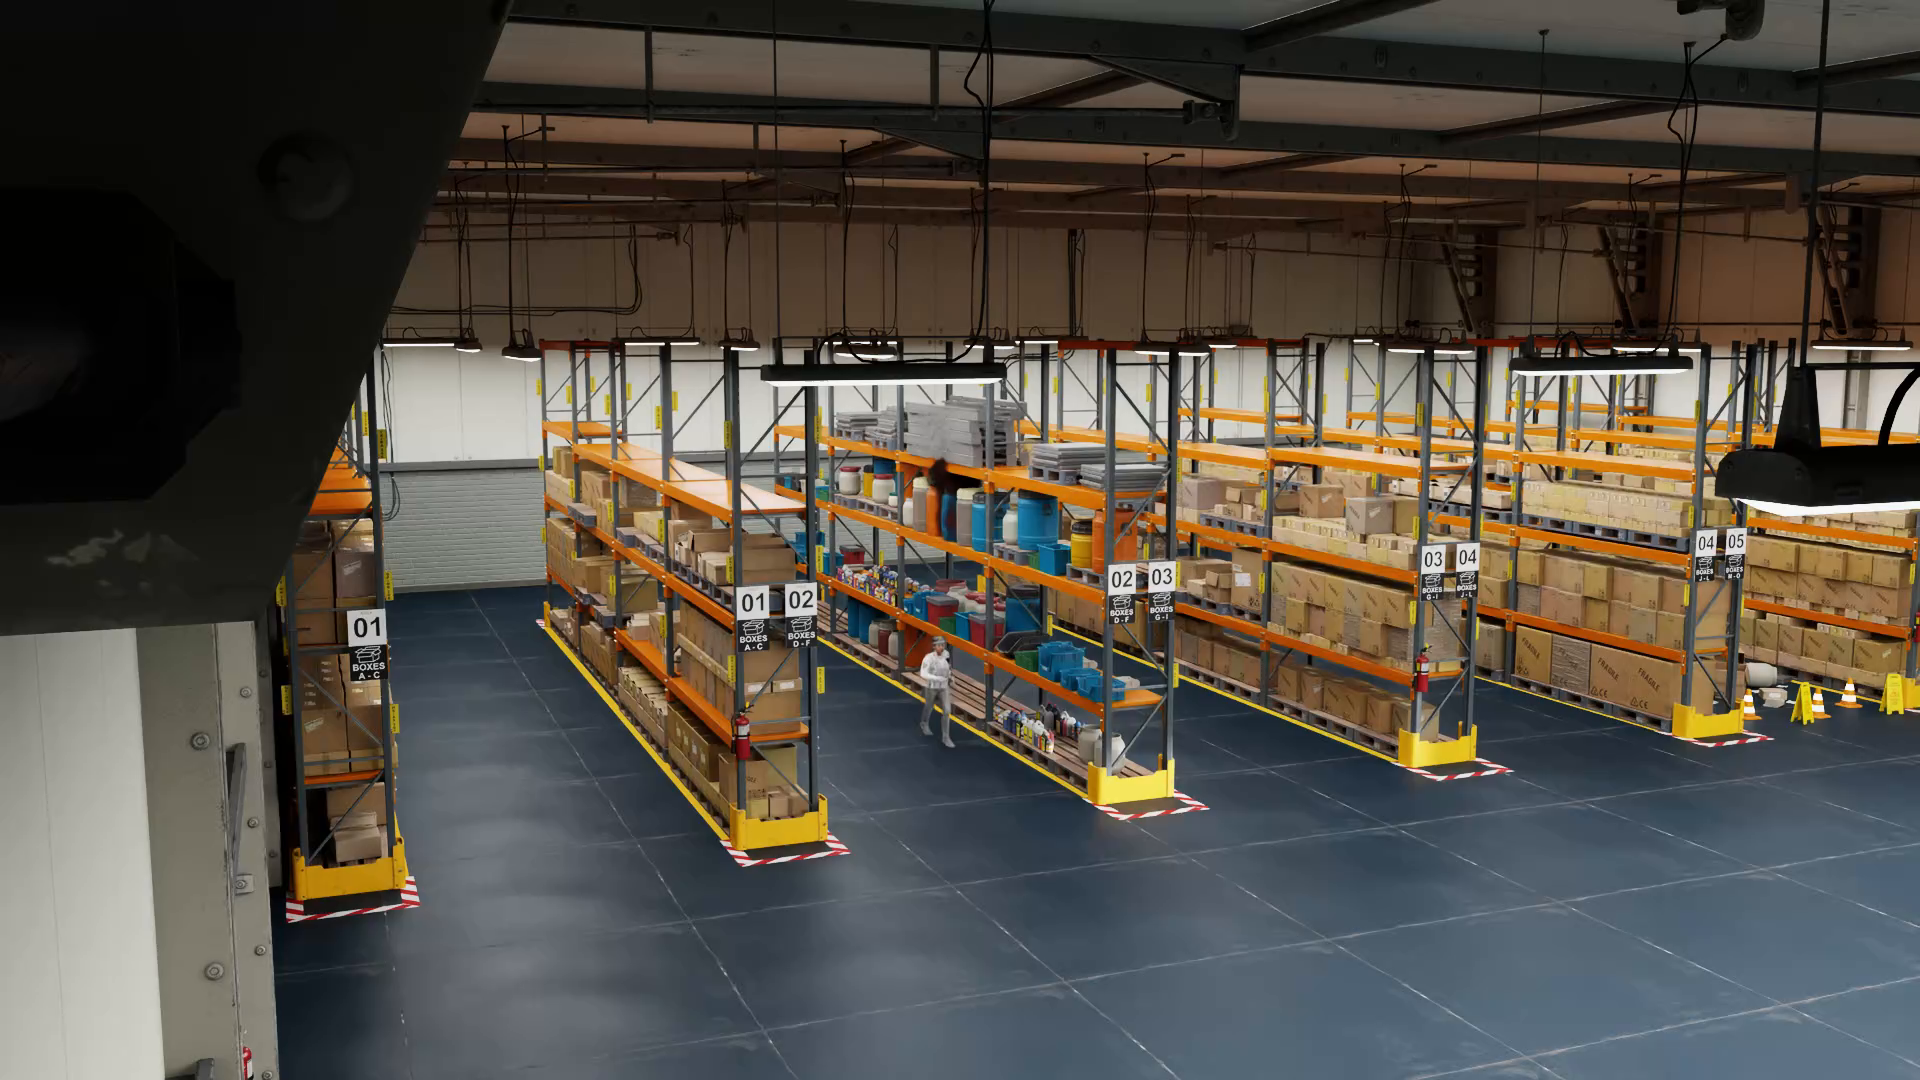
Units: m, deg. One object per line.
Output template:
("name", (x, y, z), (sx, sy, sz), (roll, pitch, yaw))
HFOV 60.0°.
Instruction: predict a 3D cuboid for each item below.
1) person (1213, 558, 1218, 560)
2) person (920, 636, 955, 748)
("person", (5.089, 1.208, 32.906), (0.637, 1.699, 0.656), (-4, 8, -28))
("person", (-0.366, 2.232, 25.140), (0.615, 1.667, 0.967), (-3, 8, -23))
